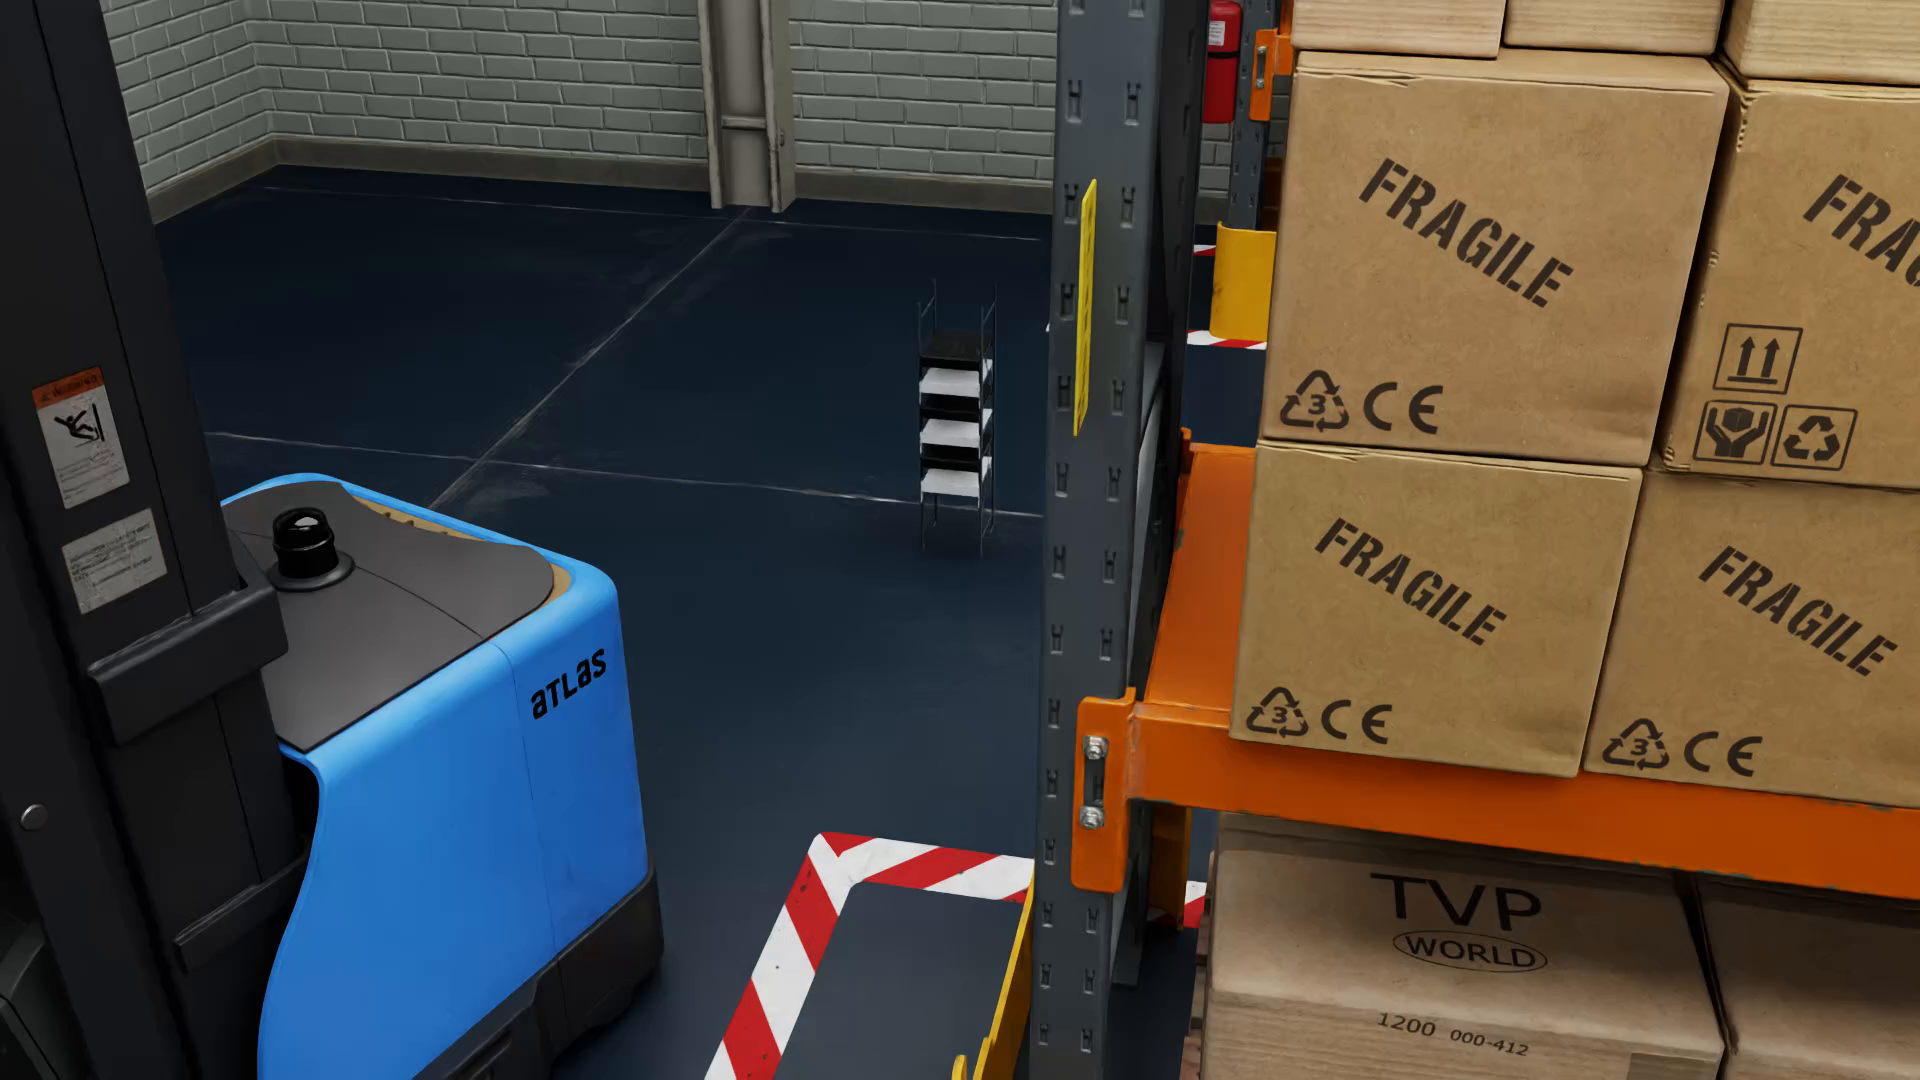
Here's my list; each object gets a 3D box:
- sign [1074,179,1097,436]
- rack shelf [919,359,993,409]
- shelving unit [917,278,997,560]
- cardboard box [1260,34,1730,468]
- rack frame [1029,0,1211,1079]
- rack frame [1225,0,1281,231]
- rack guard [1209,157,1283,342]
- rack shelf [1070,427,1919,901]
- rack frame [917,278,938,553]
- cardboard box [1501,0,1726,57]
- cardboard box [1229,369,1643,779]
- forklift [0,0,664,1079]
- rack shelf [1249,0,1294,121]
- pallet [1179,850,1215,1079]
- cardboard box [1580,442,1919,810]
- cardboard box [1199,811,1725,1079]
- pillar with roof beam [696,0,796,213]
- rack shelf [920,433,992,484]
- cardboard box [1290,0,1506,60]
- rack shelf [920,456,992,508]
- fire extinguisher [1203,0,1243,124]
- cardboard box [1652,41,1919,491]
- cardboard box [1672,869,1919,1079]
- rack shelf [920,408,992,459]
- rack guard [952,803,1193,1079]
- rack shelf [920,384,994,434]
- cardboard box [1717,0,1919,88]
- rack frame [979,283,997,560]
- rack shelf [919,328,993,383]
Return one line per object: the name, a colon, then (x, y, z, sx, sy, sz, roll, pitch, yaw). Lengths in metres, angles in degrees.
sign: (0.165, -0.304, 2.198, 0.005, 0.325, 0.100, 6, 29, 11)
rack shelf: (-0.008, -0.524, 5.465, 0.200, 0.077, 0.258, 6, 29, 11)
shelving unit: (-0.008, -0.396, 5.535, 0.210, 0.900, 0.258, 6, 29, 11)
cardboard box: (0.697, -0.450, 2.303, 0.500, 0.500, 0.500, 5, 29, 9)
rack frame: (0.287, -0.149, 2.899, 0.127, 3.000, 1.000, 6, 29, 11)
rack frame: (1.320, -2.481, 7.158, 0.127, 3.000, 1.000, 6, 29, 11)
rack guard: (1.394, -1.377, 7.744, 0.348, 0.500, 1.175, 6, 29, 11)
rack shelf: (2.243, 0.367, 2.706, 4.000, 0.370, 1.077, 6, 29, 11)
rack frame: (-0.107, -0.406, 5.554, 0.006, 0.900, 0.240, 6, 29, 11)
cardboard box: (0.847, -0.758, 2.190, 0.250, 0.149, 0.380, 7, 29, 12)
cardboard box: (0.696, -0.010, 2.541, 0.500, 0.500, 0.500, 6, 29, 10)
forklift: (-1.880, 0.206, 2.322, 1.130, 2.935, 3.031, 16, 33, 27)
rack shelf: (3.276, -1.965, 6.964, 4.000, 0.370, 1.077, 6, 29, 11)
pallet: (1.085, 1.117, 3.490, 1.213, 0.211, 1.003, 6, 29, 11)
cardboard box: (1.197, 0.027, 2.472, 0.500, 0.500, 0.500, 5, 29, 10)
cardboard box: (0.953, 0.809, 3.379, 0.875, 0.438, 0.875, 5, 29, 9)
pillar with roof beam: (-2.028, -3.784, 3.292, 0.400, 9.000, 9.100, 6, 29, 11)
rack shelf: (-0.008, -0.287, 5.595, 0.200, 0.077, 0.258, 6, 29, 11)
cardboard box: (0.576, -0.751, 2.177, 0.250, 0.149, 0.380, 6, 29, 12)
rack shelf: (-0.008, -0.208, 5.638, 0.200, 0.077, 0.258, 6, 29, 11)
fire extinguisher: (1.079, -2.081, 6.897, 0.183, 0.674, 0.296, 6, 29, 11)
cardboard box: (1.204, -0.401, 2.214, 0.500, 0.500, 0.500, 5, 29, 9)
cardboard box: (1.850, 0.897, 3.218, 0.875, 0.438, 0.875, 7, 29, 12)
rack shelf: (-0.008, -0.366, 5.551, 0.200, 0.077, 0.258, 6, 29, 11)
rack guard: (0.263, 0.945, 3.504, 0.348, 0.500, 1.175, 6, 29, 11)
rack shelf: (-0.008, -0.445, 5.508, 0.200, 0.077, 0.258, 6, 29, 11)
cardboard box: (1.078, -0.678, 2.044, 0.250, 0.149, 0.380, 7, 29, 12)
rack frame: (0.091, -0.385, 5.517, 0.006, 0.900, 0.240, 6, 29, 11)
rack shelf: (-0.008, -0.603, 5.422, 0.200, 0.077, 0.258, 6, 29, 11)
